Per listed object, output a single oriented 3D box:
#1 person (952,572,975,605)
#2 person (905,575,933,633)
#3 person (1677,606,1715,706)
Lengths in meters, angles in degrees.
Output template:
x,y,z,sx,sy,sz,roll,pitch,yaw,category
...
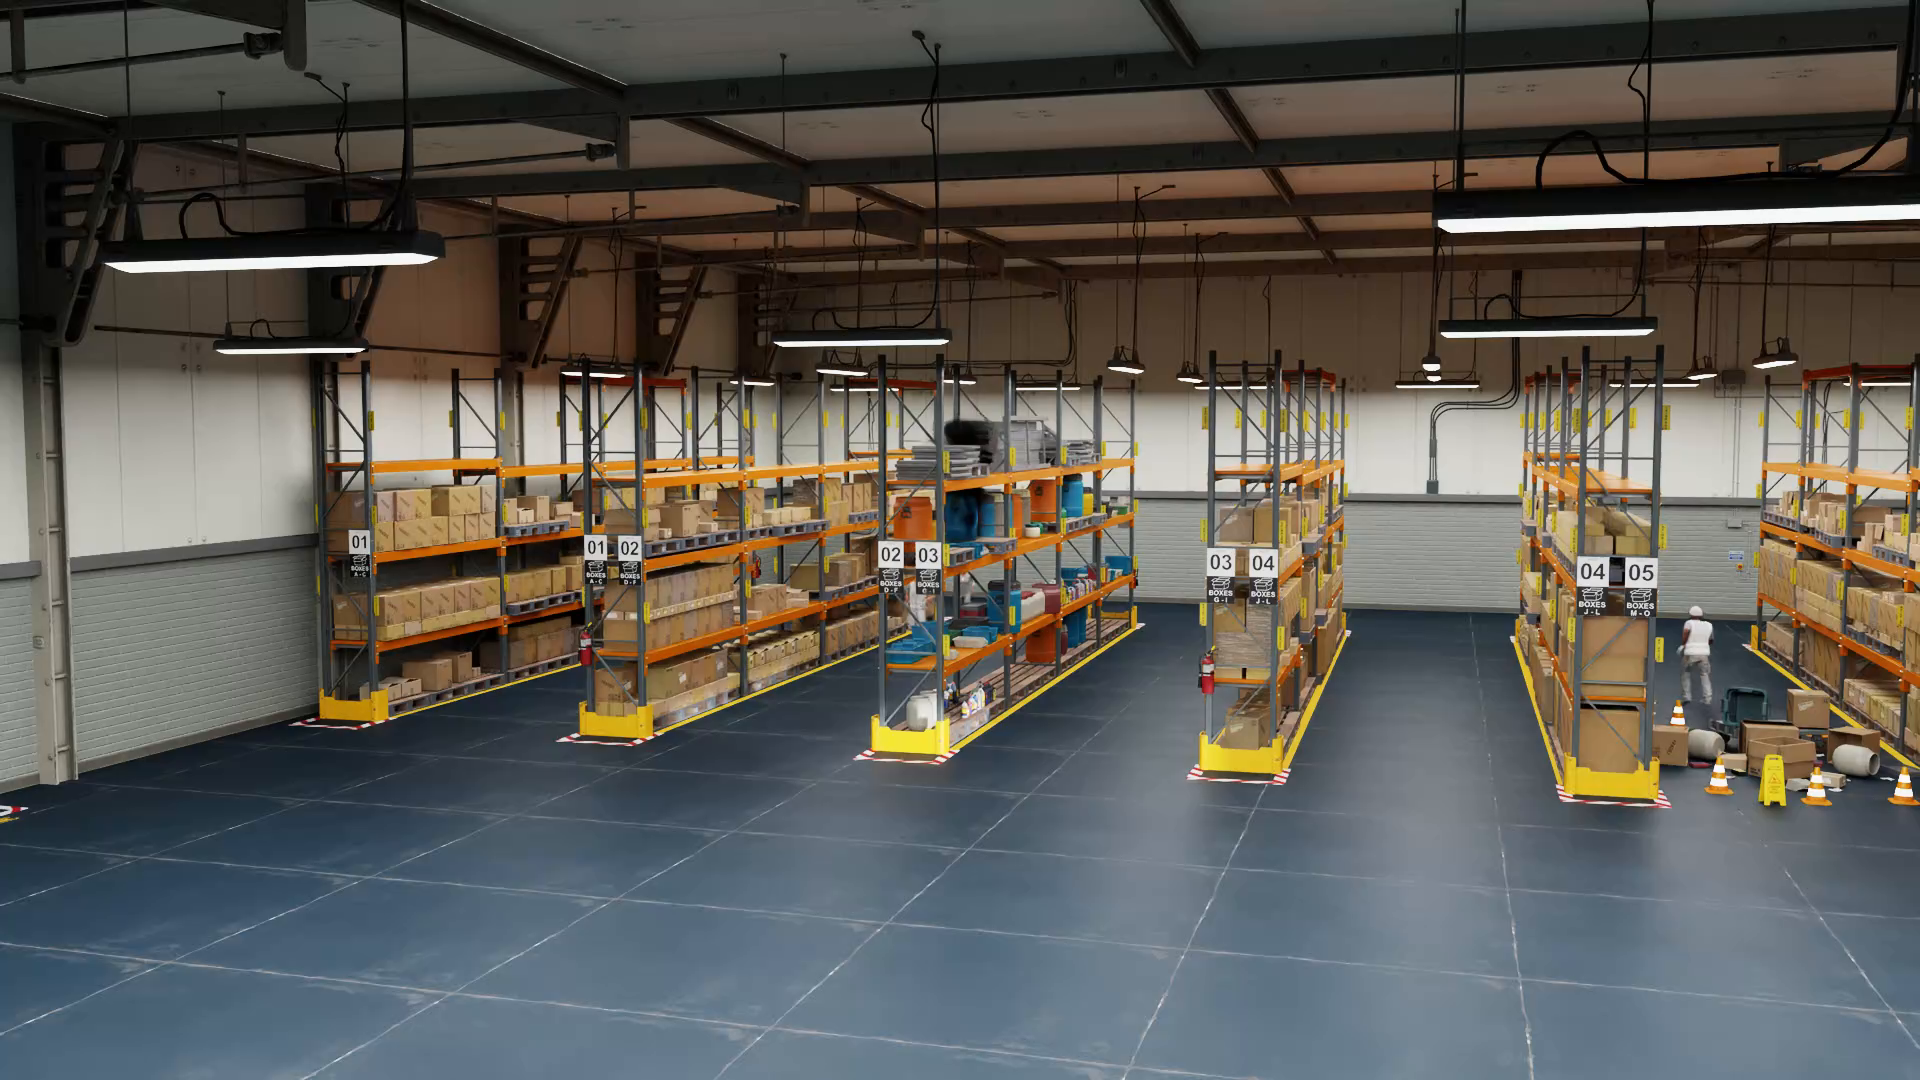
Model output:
x,y,z,sx,sy,sz,roll,pitch,yaw,category
0.084,1.355,39.638,0.516,1.623,0.824,1,4,11,person
-0.945,1.521,36.491,0.650,1.744,0.595,1,4,14,person
12.918,2.050,29.178,0.703,1.750,0.998,0,4,6,person
